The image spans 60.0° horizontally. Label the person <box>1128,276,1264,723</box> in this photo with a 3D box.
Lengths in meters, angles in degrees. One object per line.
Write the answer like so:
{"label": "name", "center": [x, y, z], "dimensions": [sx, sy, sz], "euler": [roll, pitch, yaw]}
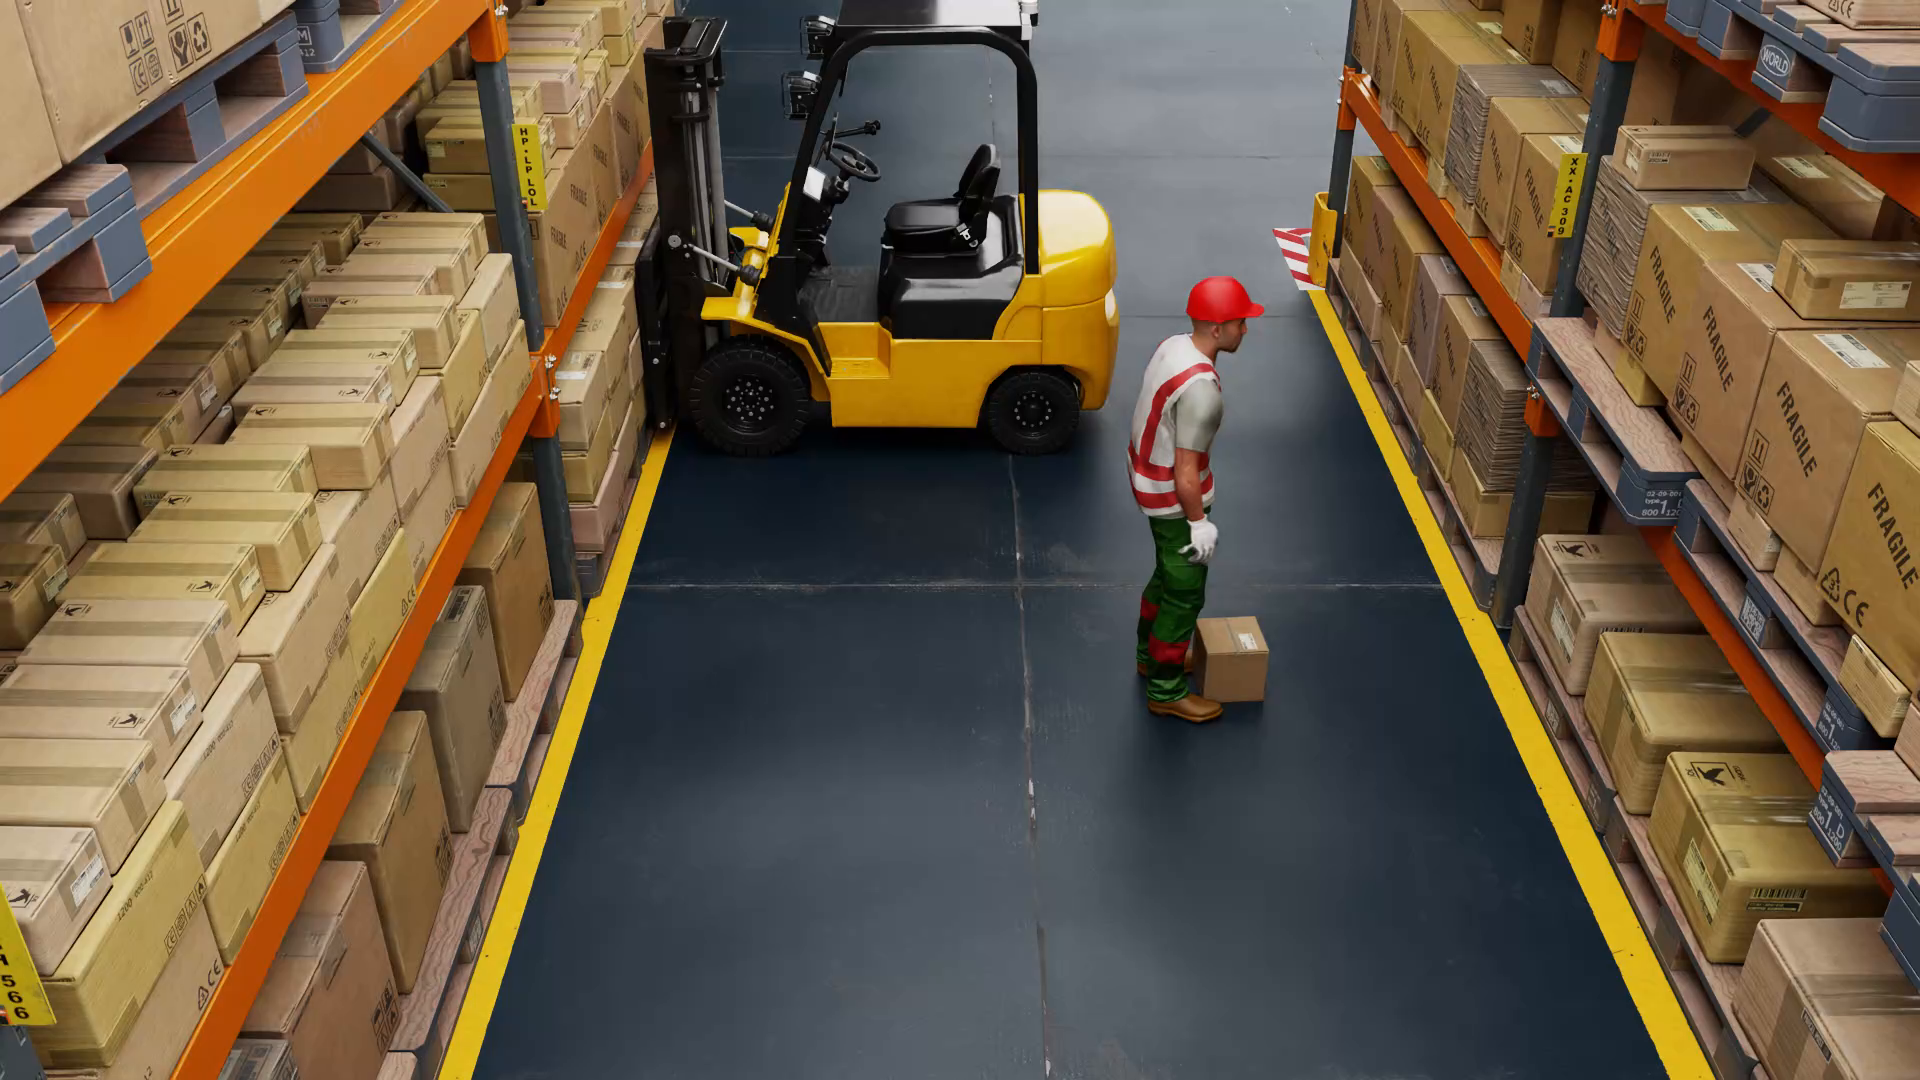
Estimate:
{"label": "person", "center": [0.875, -0.166, 6.394], "dimensions": [0.456, 1.778, 0.617], "euler": [-1, 31, -1]}
